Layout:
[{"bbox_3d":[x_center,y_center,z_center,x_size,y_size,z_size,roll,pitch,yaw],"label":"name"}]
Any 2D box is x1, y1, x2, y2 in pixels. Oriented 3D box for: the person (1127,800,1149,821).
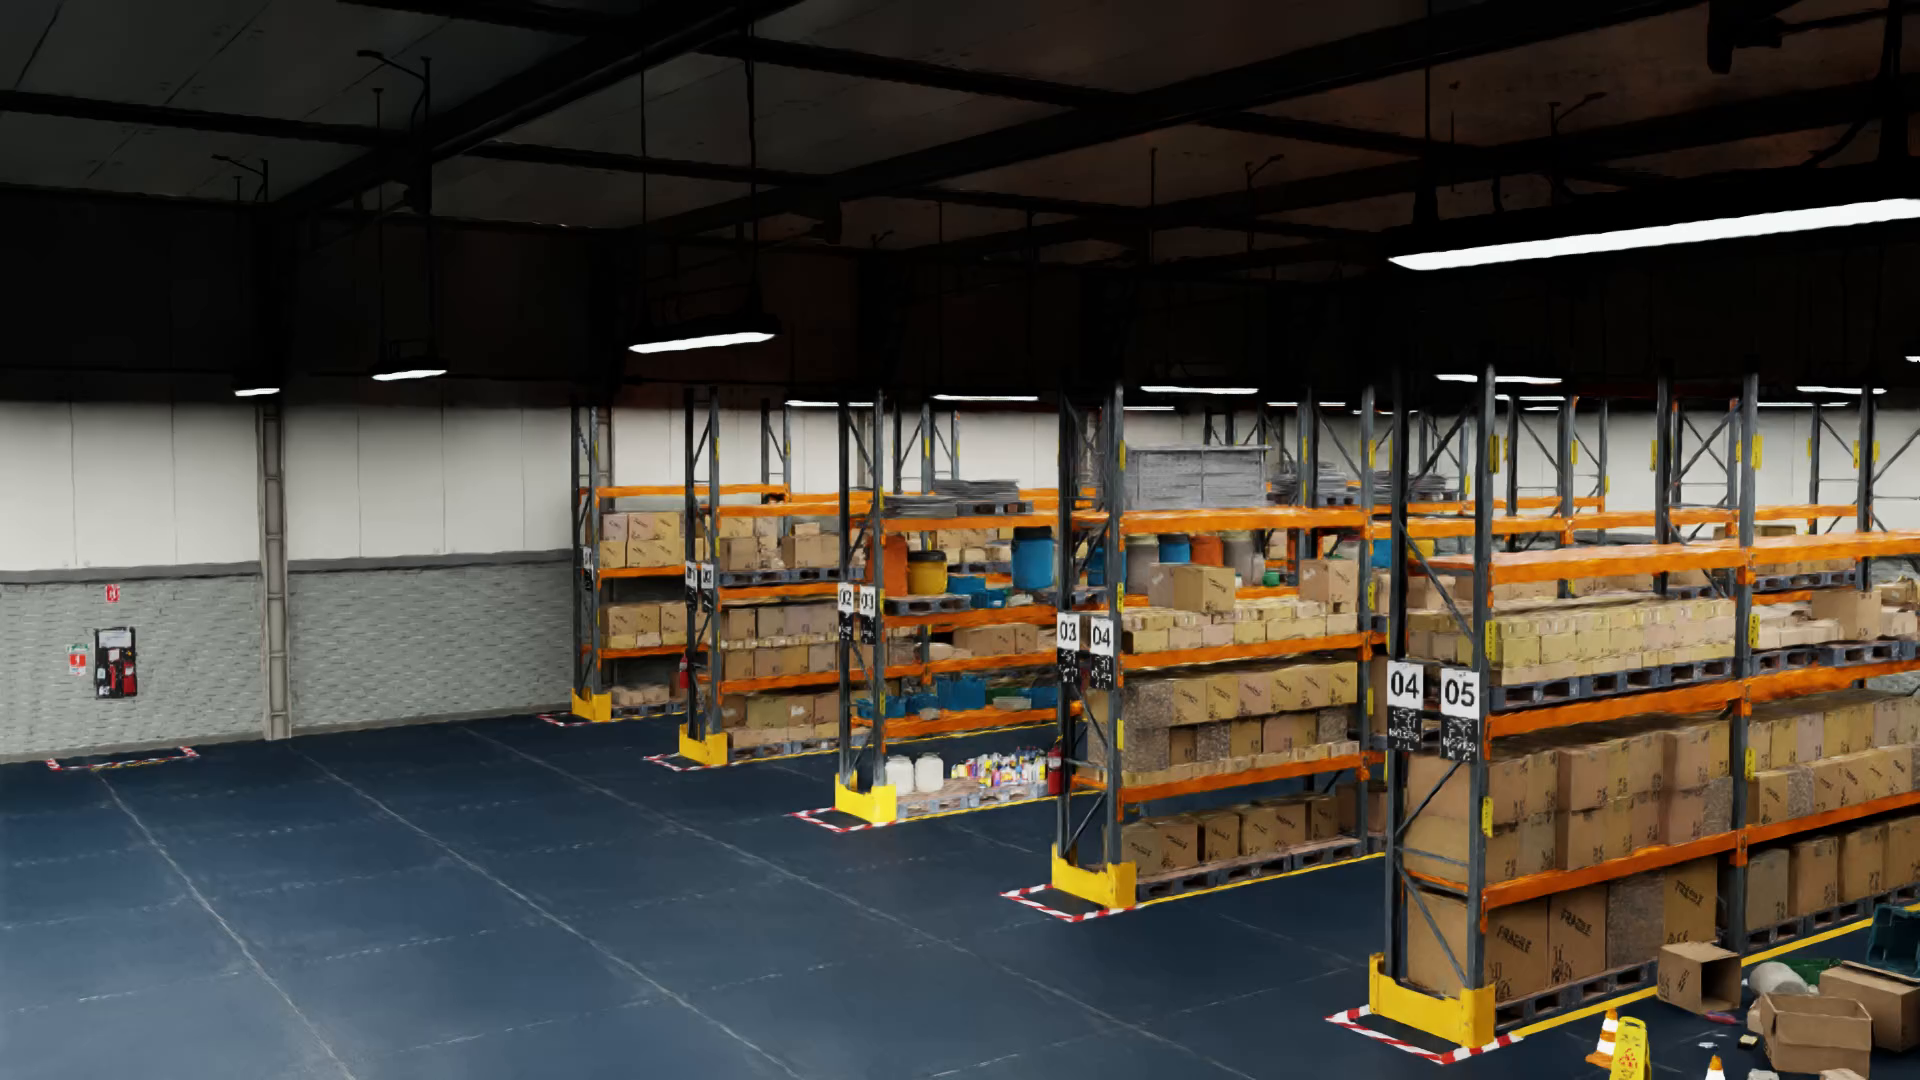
[{"bbox_3d":[2.424,2.949,22.604,0.710,1.703,0.836,3,4,39],"label":"person"}]
